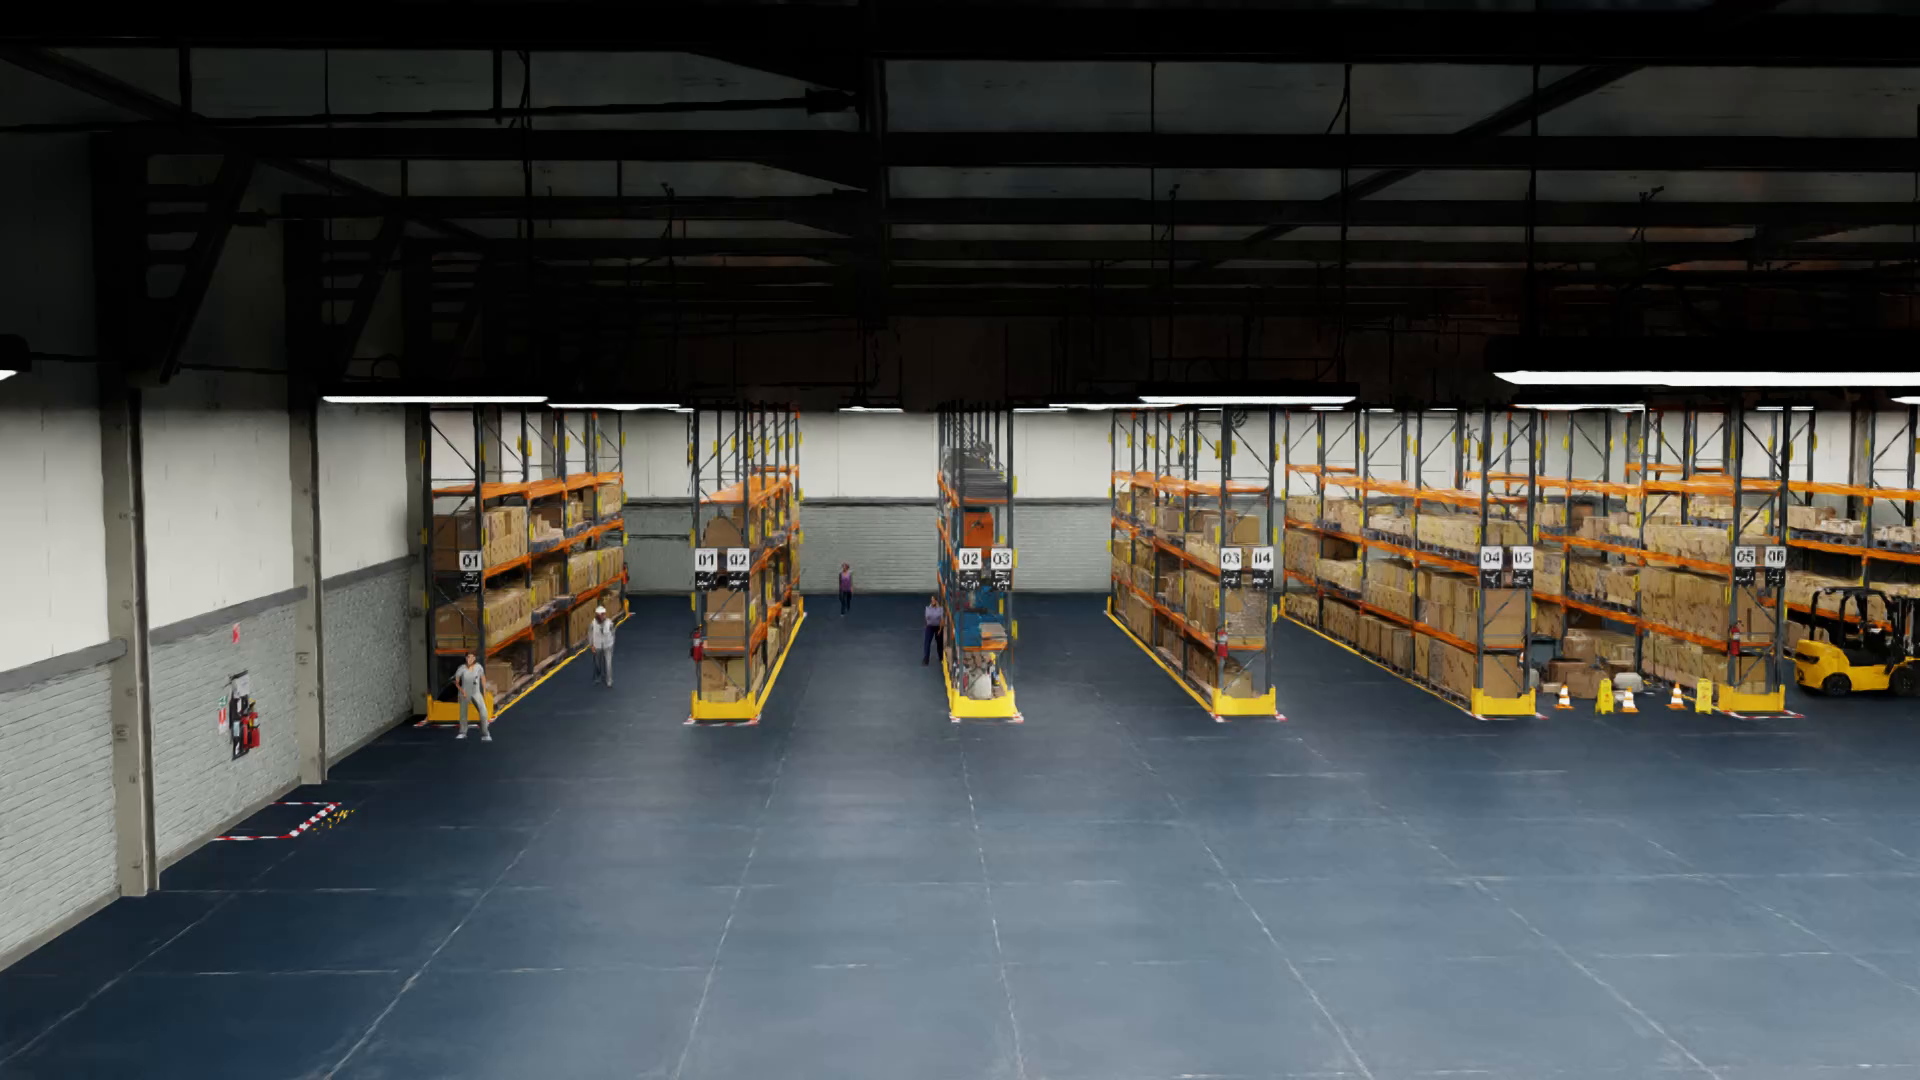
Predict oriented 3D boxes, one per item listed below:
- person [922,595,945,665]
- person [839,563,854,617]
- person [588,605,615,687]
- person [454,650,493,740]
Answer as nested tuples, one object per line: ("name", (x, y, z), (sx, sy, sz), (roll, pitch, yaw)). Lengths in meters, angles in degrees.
("person", (-0.576, 2.037, 37.978), (0.478, 1.579, 1.005), (1, 4, 8))
("person", (-3.214, 1.386, 47.010), (0.416, 1.525, 1.034), (0, 4, -4))
("person", (-7.520, 2.211, 34.896), (0.564, 1.699, 1.088), (-1, 4, -11))
("person", (-8.536, 2.704, 29.093), (0.614, 1.610, 0.799), (-2, 5, -21))
